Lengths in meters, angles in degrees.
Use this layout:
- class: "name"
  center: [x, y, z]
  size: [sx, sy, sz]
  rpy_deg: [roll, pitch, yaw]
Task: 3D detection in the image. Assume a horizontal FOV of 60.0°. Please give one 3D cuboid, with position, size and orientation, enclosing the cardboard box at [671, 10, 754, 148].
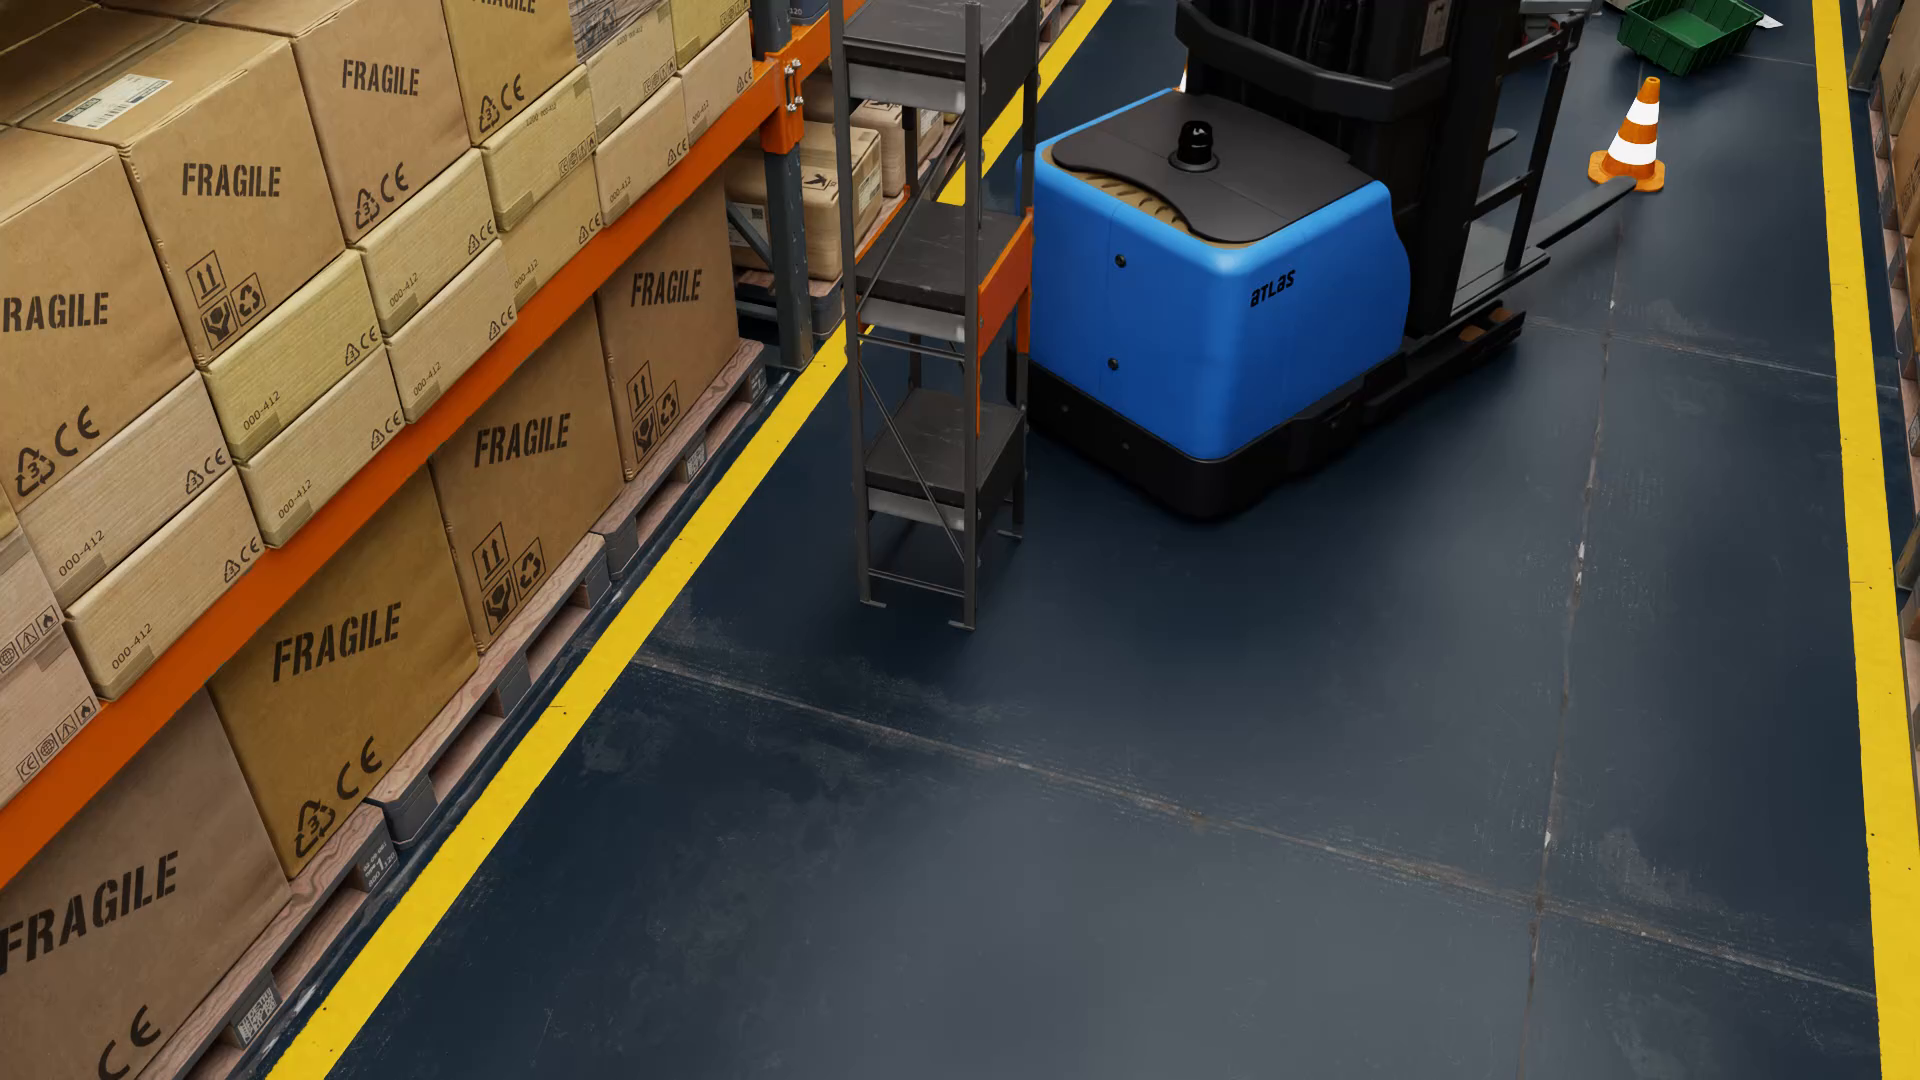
- class: "cardboard box"
  center: [-0.997, -1.515, 5.330]
  size: [0.500, 0.250, 0.500]
  rpy_deg: [12, 42, 14]

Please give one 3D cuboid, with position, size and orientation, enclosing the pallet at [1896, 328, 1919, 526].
- class: "pallet"
  center: [3.959, -0.304, 5.944]
  size: [1.003, 0.211, 1.213]
  rpy_deg: [13, 42, 15]

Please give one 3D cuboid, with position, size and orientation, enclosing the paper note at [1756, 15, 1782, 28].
- class: "paper note"
  center: [4.365, -2.822, 9.034]
  size: [0.147, 0.020, 0.142]
  rpy_deg: [-13, 42, -15]

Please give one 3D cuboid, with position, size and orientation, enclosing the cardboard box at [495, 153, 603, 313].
- class: "cardboard box"
  center: [-1.344, -0.896, 4.605]
  size: [0.500, 0.250, 0.500]
  rpy_deg: [13, 42, 15]

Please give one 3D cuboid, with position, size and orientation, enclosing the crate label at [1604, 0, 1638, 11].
- class: "crate label"
  center: [3.709, -3.015, 9.178]
  size: [0.298, 0.136, 0.250]
  rpy_deg: [-13, 42, -15]

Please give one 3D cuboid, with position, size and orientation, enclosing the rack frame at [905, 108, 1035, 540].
- class: "rack frame"
  center: [0.027, -0.847, 5.125]
  size: [0.400, 2.100, 0.015]
  rpy_deg: [13, 42, 15]

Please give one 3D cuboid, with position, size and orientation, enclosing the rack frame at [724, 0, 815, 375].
- class: "rack frame"
  center: [-1.068, -1.938, 5.710]
  size: [1.000, 3.000, 0.127]
  rpy_deg: [13, 42, 15]

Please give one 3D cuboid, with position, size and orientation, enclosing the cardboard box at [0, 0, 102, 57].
- class: "cardboard box"
  center: [-2.157, -0.867, 3.608]
  size: [0.500, 0.500, 0.500]
  rpy_deg: [15, 43, 16]

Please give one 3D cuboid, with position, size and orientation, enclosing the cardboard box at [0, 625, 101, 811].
- class: "cardboard box"
  center: [-2.037, 0.349, 3.145]
  size: [0.500, 0.250, 0.500]
  rpy_deg: [12, 42, 14]

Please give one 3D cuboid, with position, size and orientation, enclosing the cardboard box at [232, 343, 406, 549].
- class: "cardboard box"
  center: [-1.671, -0.276, 3.878]
  size: [0.500, 0.250, 0.500]
  rpy_deg: [13, 42, 15]

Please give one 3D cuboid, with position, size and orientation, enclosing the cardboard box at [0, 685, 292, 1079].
- class: "cardboard box"
  center: [-2.299, 0.755, 3.868]
  size: [0.875, 0.875, 0.875]
  rpy_deg: [15, 43, 16]

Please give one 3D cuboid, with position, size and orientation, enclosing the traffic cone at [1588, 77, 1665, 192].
- class: "traffic cone"
  center: [3.109, -1.893, 7.612]
  size: [0.336, 0.463, 0.334]
  rpy_deg: [13, 42, 15]

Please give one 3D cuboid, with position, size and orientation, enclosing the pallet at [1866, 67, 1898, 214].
- class: "pallet"
  center: [4.793, -1.792, 7.688]
  size: [1.003, 0.211, 1.213]
  rpy_deg: [13, 42, 15]

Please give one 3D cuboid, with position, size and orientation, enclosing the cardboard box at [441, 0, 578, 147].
- class: "cardboard box"
  center: [-1.343, -1.367, 4.193]
  size: [0.500, 0.500, 0.500]
  rpy_deg: [13, 42, 15]

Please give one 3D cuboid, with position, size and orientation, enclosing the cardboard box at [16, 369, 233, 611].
- class: "cardboard box"
  center: [-1.868, -0.161, 3.358]
  size: [0.500, 0.250, 0.500]
  rpy_deg: [14, 42, 16]

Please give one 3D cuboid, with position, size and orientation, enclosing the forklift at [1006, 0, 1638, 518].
- class: "forklift"
  center: [1.607, -2.018, 5.857]
  size: [3.031, 2.935, 1.130]
  rpy_deg: [-30, 49, -31]

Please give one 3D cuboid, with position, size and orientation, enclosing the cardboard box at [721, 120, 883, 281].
- class: "cardboard box"
  center: [-0.865, -1.440, 6.828]
  size: [0.950, 0.372, 0.625]
  rpy_deg: [11, 42, 12]

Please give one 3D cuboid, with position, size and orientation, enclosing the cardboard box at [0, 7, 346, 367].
- class: "cardboard box"
  center: [-1.693, -0.743, 3.462]
  size: [0.500, 0.500, 0.500]
  rpy_deg: [12, 42, 14]

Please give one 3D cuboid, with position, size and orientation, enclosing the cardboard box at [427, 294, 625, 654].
- class: "cardboard box"
  center: [-1.691, -0.343, 5.155]
  size: [0.875, 0.875, 0.875]
  rpy_deg: [14, 42, 16]

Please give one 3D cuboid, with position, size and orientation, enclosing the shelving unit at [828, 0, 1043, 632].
- class: "shelving unit"
  center: [-0.057, -0.698, 4.950]
  size: [0.431, 2.100, 0.503]
  rpy_deg: [13, 42, 15]

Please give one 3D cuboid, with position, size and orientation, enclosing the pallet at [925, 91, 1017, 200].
- class: "pallet"
  center: [-0.380, -2.095, 8.043]
  size: [1.003, 0.211, 1.213]
  rpy_deg: [13, 42, 15]

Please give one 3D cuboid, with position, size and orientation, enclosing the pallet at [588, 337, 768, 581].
- class: "pallet"
  center: [-1.408, -0.413, 6.071]
  size: [1.003, 0.211, 1.213]
  rpy_deg: [13, 42, 15]

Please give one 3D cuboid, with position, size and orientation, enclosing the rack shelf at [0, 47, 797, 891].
- class: "rack shelf"
  center: [-1.752, -0.444, 4.514]
  size: [1.077, 0.370, 4.000]
  rpy_deg: [13, 42, 15]

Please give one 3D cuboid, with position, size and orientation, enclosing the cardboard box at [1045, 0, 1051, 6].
- class: "cardboard box"
  center: [0.123, -3.217, 8.911]
  size: [0.950, 0.372, 0.625]
  rpy_deg: [14, 42, 16]

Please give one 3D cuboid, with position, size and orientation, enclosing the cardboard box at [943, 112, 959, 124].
- class: "cardboard box"
  center: [-0.356, -2.353, 7.898]
  size: [0.950, 0.372, 0.625]
  rpy_deg: [15, 43, 17]

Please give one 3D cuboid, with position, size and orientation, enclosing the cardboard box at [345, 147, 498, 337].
- class: "cardboard box"
  center: [-1.500, -0.772, 4.074]
  size: [0.500, 0.250, 0.500]
  rpy_deg: [12, 42, 14]

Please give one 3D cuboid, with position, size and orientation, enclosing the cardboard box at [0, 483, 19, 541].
- class: "cardboard box"
  center: [-2.015, -0.121, 2.733]
  size: [0.500, 0.500, 0.500]
  rpy_deg: [14, 42, 16]

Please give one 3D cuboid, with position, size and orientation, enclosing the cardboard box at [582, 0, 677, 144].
- class: "cardboard box"
  center: [-1.167, -1.406, 4.817]
  size: [0.500, 0.250, 0.500]
  rpy_deg: [12, 42, 14]

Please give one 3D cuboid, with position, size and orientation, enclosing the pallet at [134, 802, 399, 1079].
- class: "pallet"
  center: [-2.243, 1.075, 4.327]
  size: [1.003, 0.211, 1.213]
  rpy_deg: [13, 42, 15]

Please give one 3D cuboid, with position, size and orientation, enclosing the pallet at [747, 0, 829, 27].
- class: "pallet"
  center: [-0.924, -2.323, 6.310]
  size: [1.213, 0.211, 1.003]
  rpy_deg: [13, 42, 15]

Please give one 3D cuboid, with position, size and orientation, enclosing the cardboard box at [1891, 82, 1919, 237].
- class: "cardboard box"
  center: [4.525, -1.658, 6.792]
  size: [1.050, 0.750, 0.750]
  rpy_deg: [13, 42, 15]

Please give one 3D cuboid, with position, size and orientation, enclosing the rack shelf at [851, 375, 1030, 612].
- class: "rack shelf"
  center: [-0.057, -0.155, 5.413]
  size: [0.431, 0.518, 0.480]
  rpy_deg: [13, 42, 15]

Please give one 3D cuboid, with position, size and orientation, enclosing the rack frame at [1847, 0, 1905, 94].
- class: "rack frame"
  center: [4.986, -3.340, 7.354]
  size: [1.000, 3.000, 0.127]
  rpy_deg: [13, 42, 15]
